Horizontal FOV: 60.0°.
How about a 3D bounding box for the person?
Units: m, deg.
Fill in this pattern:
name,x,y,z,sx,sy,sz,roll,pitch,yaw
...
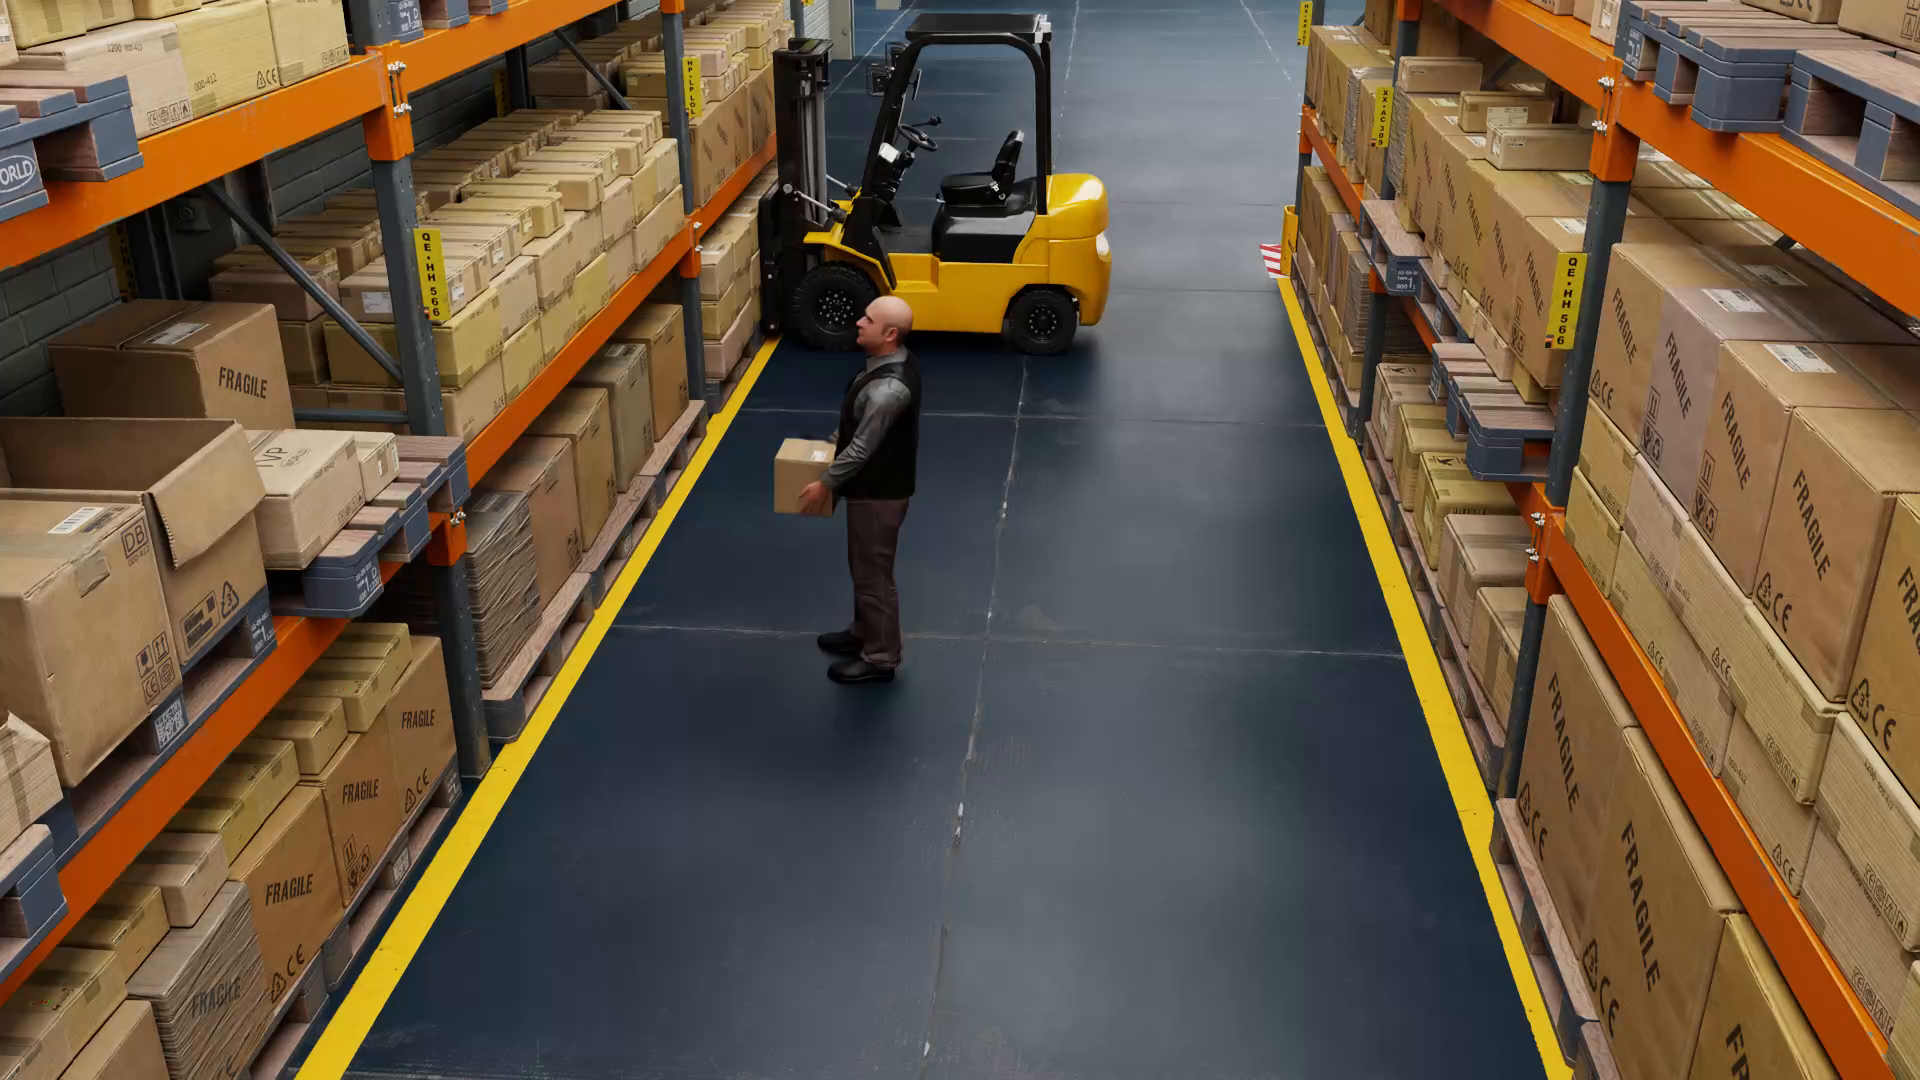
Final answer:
name,x,y,z,sx,sy,sz,roll,pitch,yaw
person,-0.421,-0.207,7.086,0.521,1.726,0.546,0,24,0
